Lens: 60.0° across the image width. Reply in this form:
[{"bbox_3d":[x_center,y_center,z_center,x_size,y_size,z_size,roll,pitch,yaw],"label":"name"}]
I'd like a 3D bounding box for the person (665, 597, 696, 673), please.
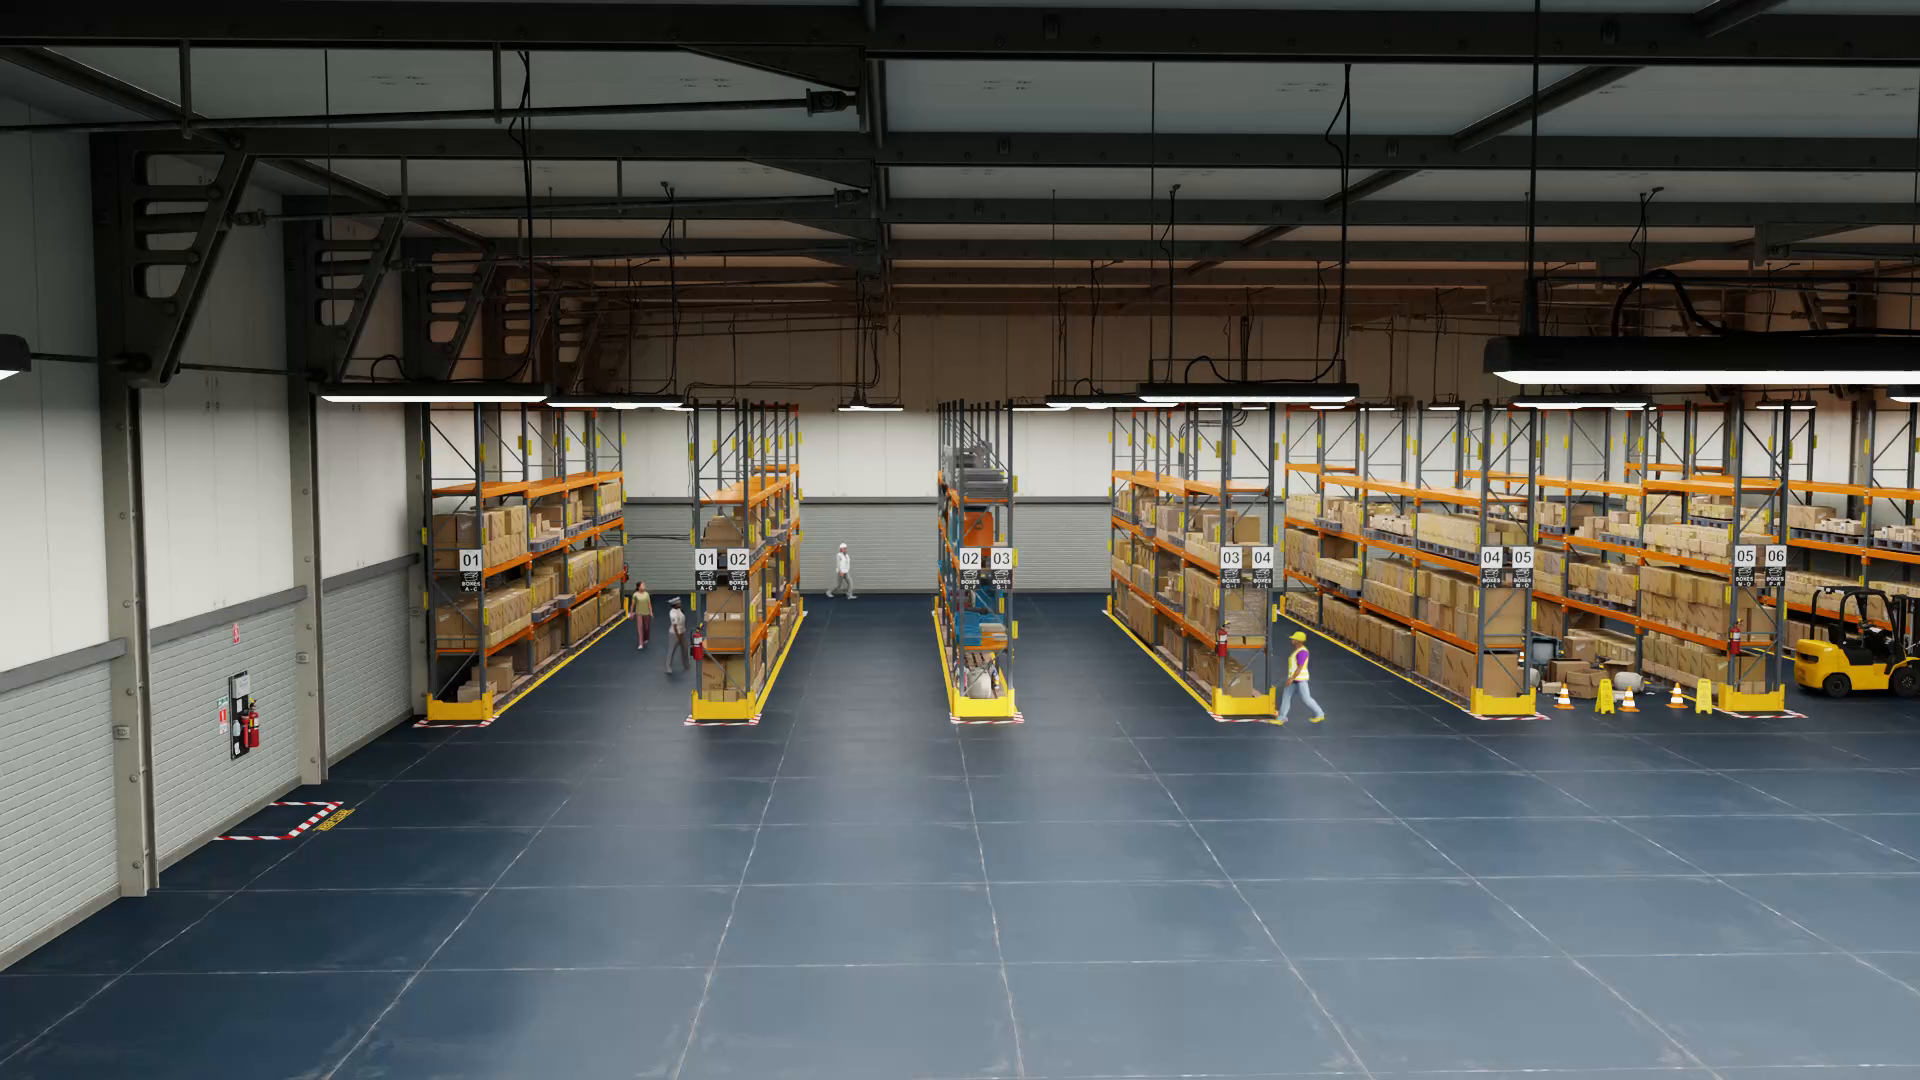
[{"bbox_3d":[-6.225,2.103,36.827,0.523,1.715,0.626,2,5,23],"label":"person"}]

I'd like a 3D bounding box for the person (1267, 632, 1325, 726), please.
[{"bbox_3d":[6.186,2.550,30.474,1.036,1.735,0.505,-2,5,-22],"label":"person"}]

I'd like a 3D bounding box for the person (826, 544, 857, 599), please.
[{"bbox_3d":[-3.649,0.971,51.272,0.968,1.728,0.617,1,5,19],"label":"person"}]

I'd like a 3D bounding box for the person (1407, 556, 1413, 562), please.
[{"bbox_3d":[13.754,1.017,50.877,1.066,1.626,0.668,1,4,13],"label":"person"}]

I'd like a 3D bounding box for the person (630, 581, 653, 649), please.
[{"bbox_3d":[-7.797,1.818,40.693,0.552,1.629,0.961,-1,4,-13],"label":"person"}]
